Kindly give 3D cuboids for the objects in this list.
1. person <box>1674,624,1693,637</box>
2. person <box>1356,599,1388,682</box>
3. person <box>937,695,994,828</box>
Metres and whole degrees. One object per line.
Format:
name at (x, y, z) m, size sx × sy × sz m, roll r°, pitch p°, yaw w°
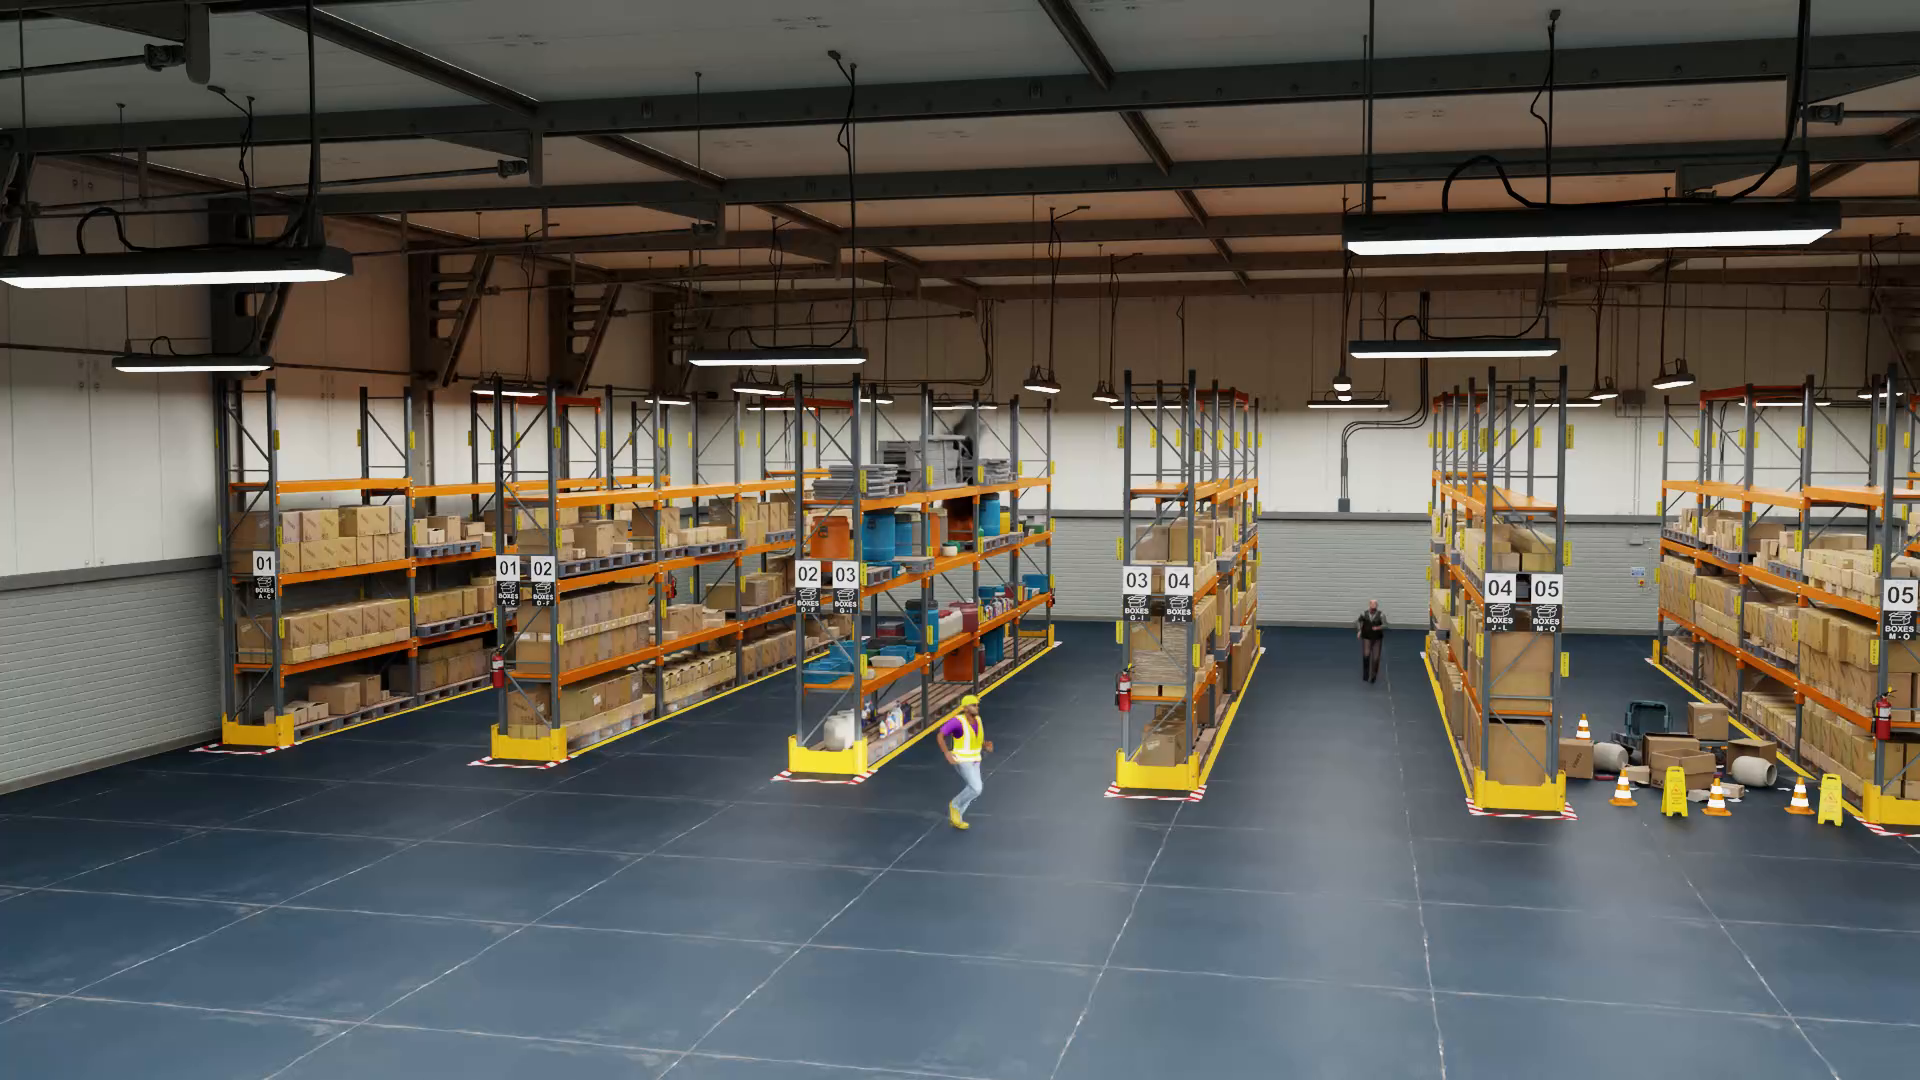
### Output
person at (16.792, 1.890, 38.378) m, size 0.918 × 1.614 × 0.670 m, roll 2°, pitch 4°, yaw 31°
person at (8.518, 2.082, 34.400) m, size 0.630 × 1.726 × 0.703 m, roll 1°, pitch 4°, yaw 14°
person at (0.116, 2.849, 21.403) m, size 0.612 × 1.718 × 0.699 m, roll 3°, pitch 4°, yaw 37°
